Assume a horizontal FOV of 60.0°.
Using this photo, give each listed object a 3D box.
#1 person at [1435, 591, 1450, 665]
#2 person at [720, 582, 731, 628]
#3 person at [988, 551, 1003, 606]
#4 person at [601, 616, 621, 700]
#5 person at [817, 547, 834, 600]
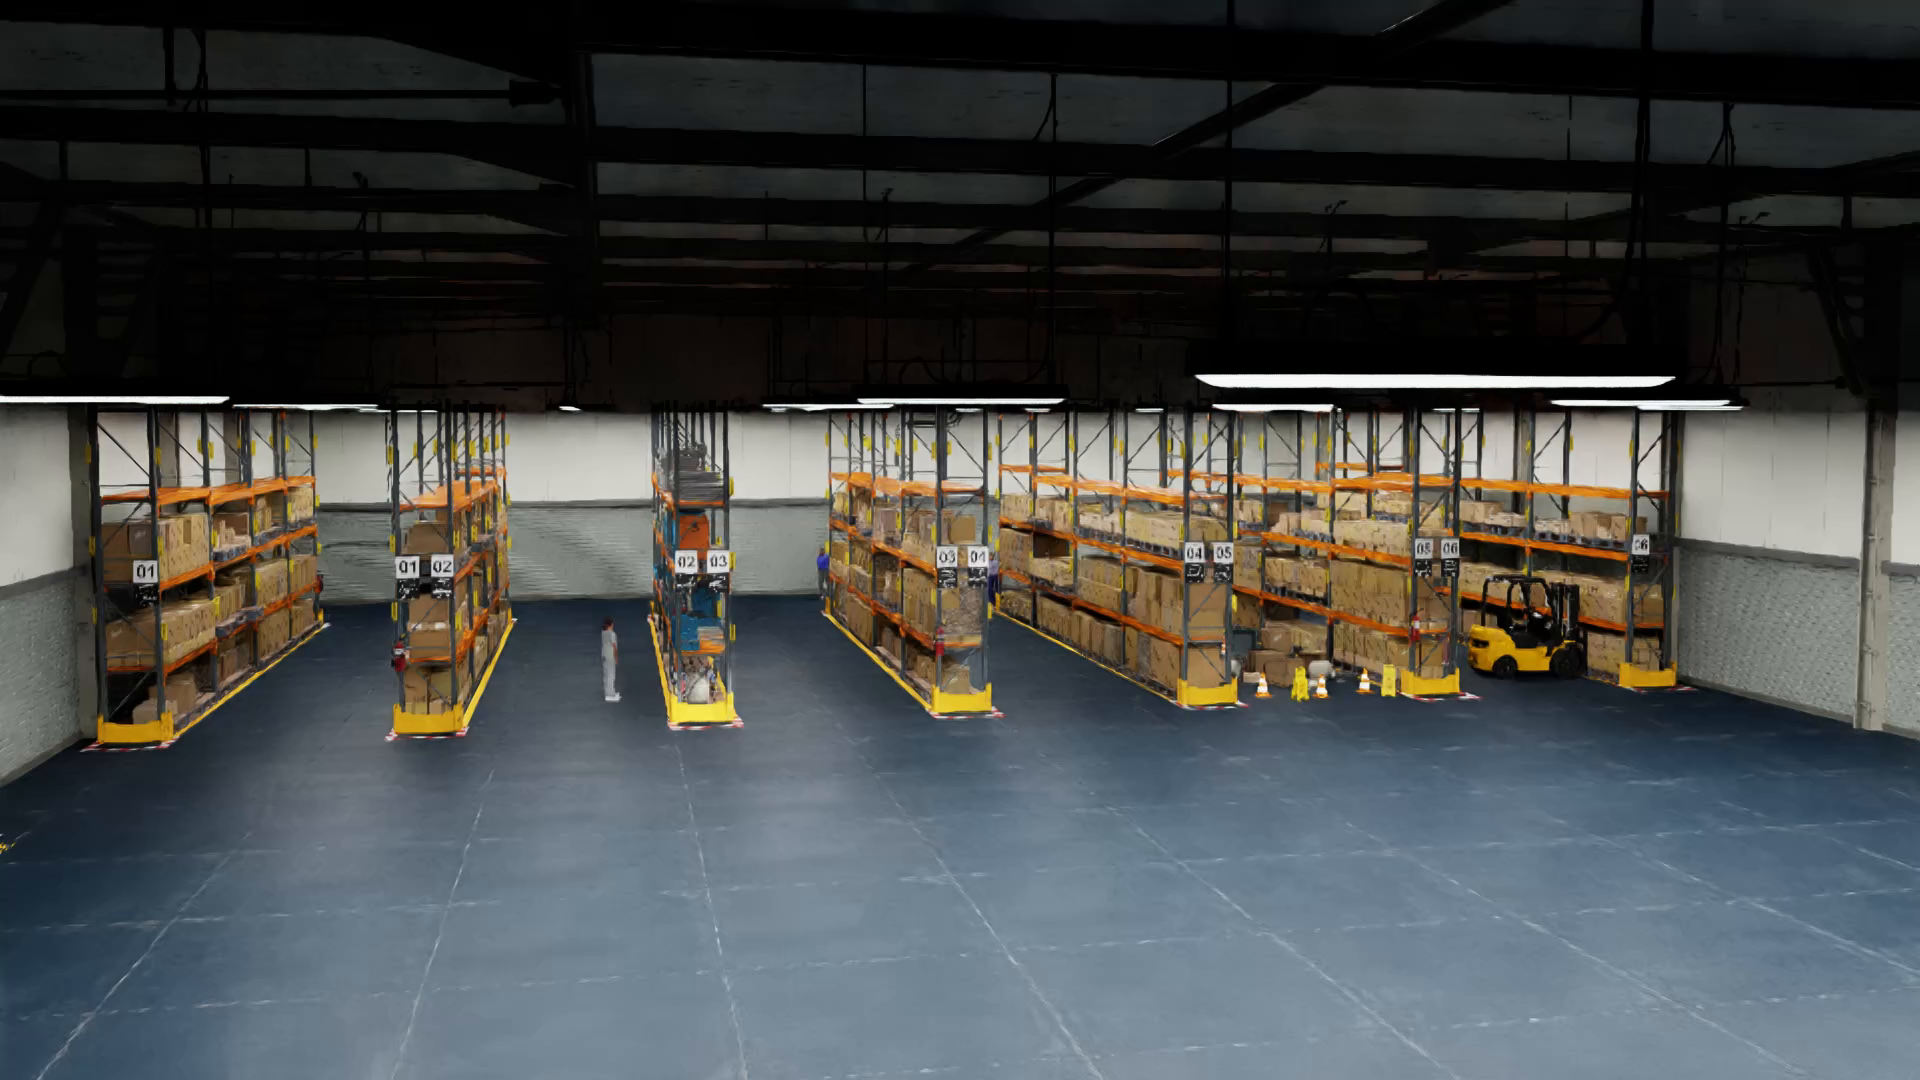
[{"bbox_3d":[10.966,2.003,38.082,0.569,1.668,0.560,1,5,19],"label":"person"},{"bbox_3d":[-6.325,1.475,44.625,0.406,1.749,0.644,-1,5,-18],"label":"person"},{"bbox_3d":[1.056,1.146,50.006,0.537,1.632,0.528,2,5,25],"label":"person"},{"bbox_3d":[-6.995,2.359,33.367,0.432,1.677,0.496,-4,6,-43],"label":"person"},{"bbox_3d":[-4.175,1.015,51.684,0.509,1.643,0.551,2,5,25],"label":"person"}]
